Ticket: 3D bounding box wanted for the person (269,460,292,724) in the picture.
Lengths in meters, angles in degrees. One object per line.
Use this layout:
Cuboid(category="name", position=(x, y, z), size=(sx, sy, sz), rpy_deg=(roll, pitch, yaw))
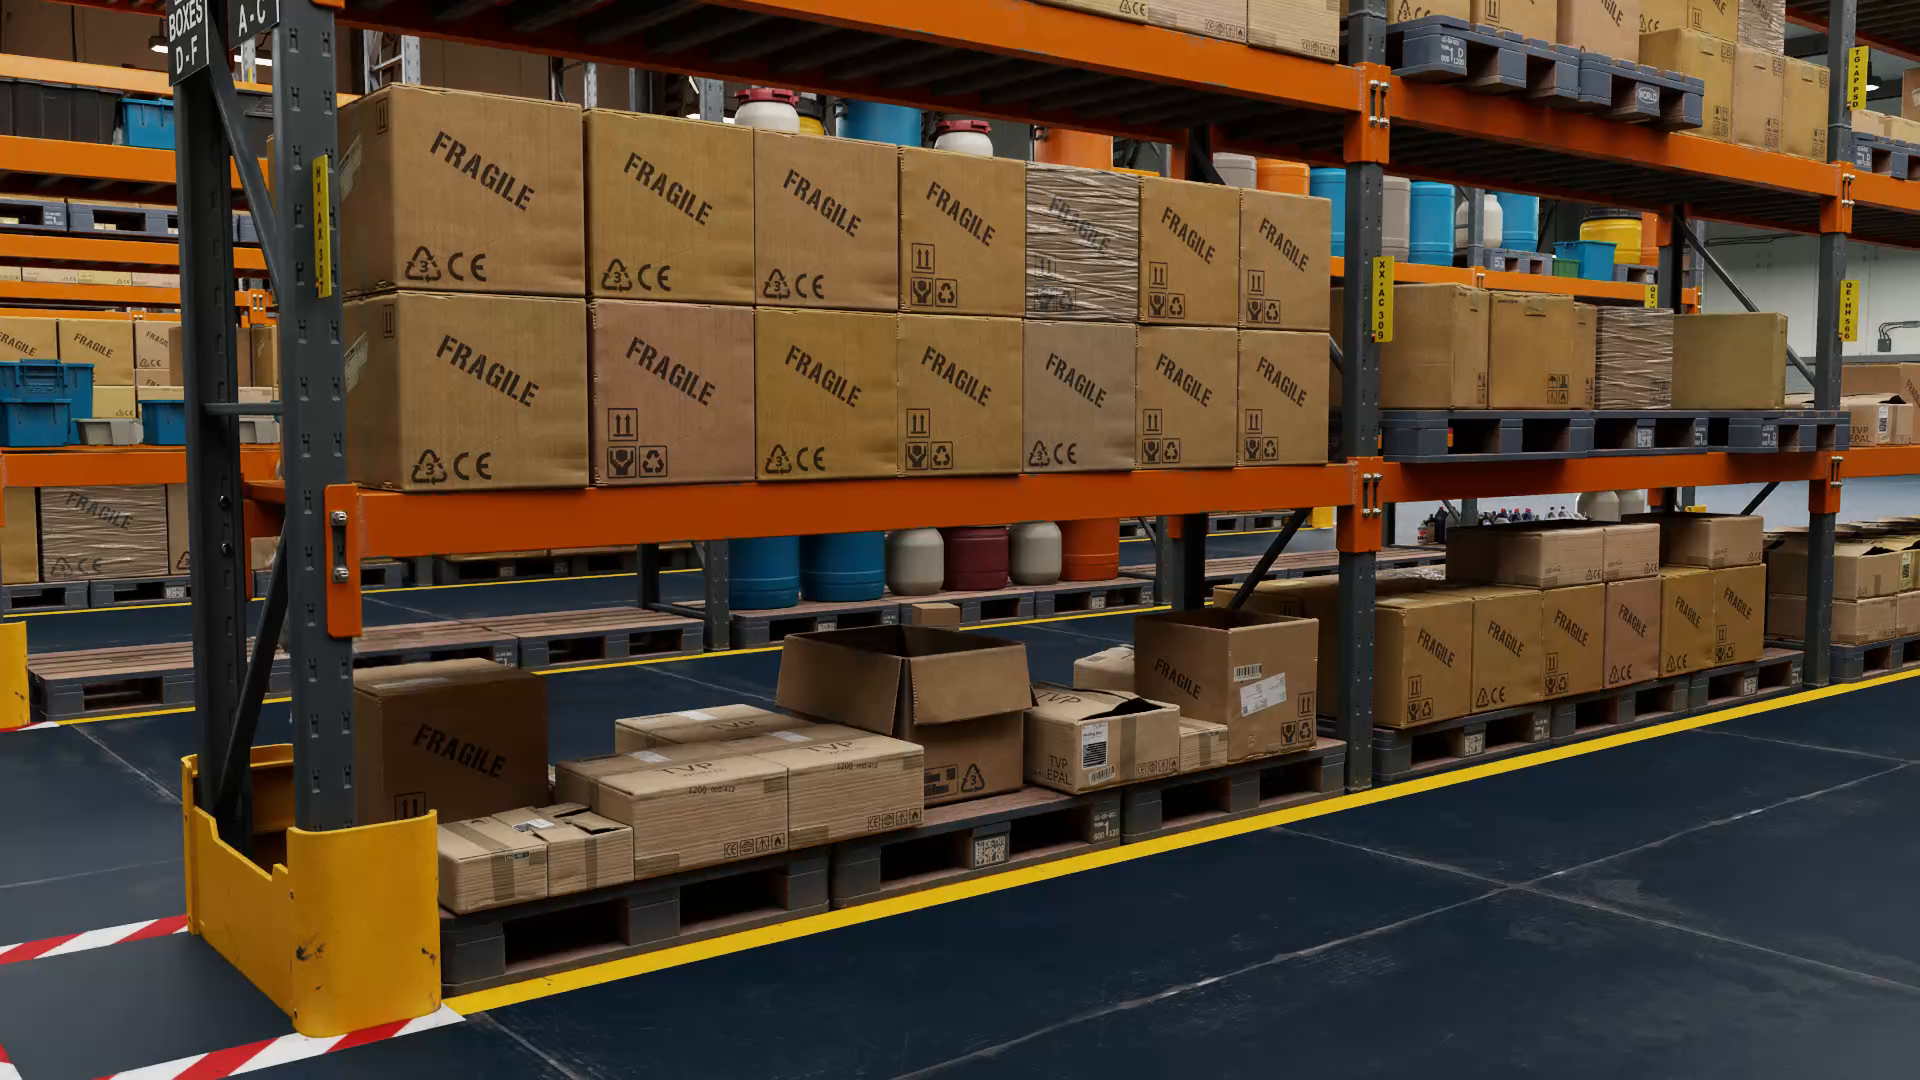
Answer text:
Cuboid(category="person", position=(-3.060, 0.045, 7.793), size=(0.438, 1.706, 0.482), rpy_deg=(-3, 5, -34))
